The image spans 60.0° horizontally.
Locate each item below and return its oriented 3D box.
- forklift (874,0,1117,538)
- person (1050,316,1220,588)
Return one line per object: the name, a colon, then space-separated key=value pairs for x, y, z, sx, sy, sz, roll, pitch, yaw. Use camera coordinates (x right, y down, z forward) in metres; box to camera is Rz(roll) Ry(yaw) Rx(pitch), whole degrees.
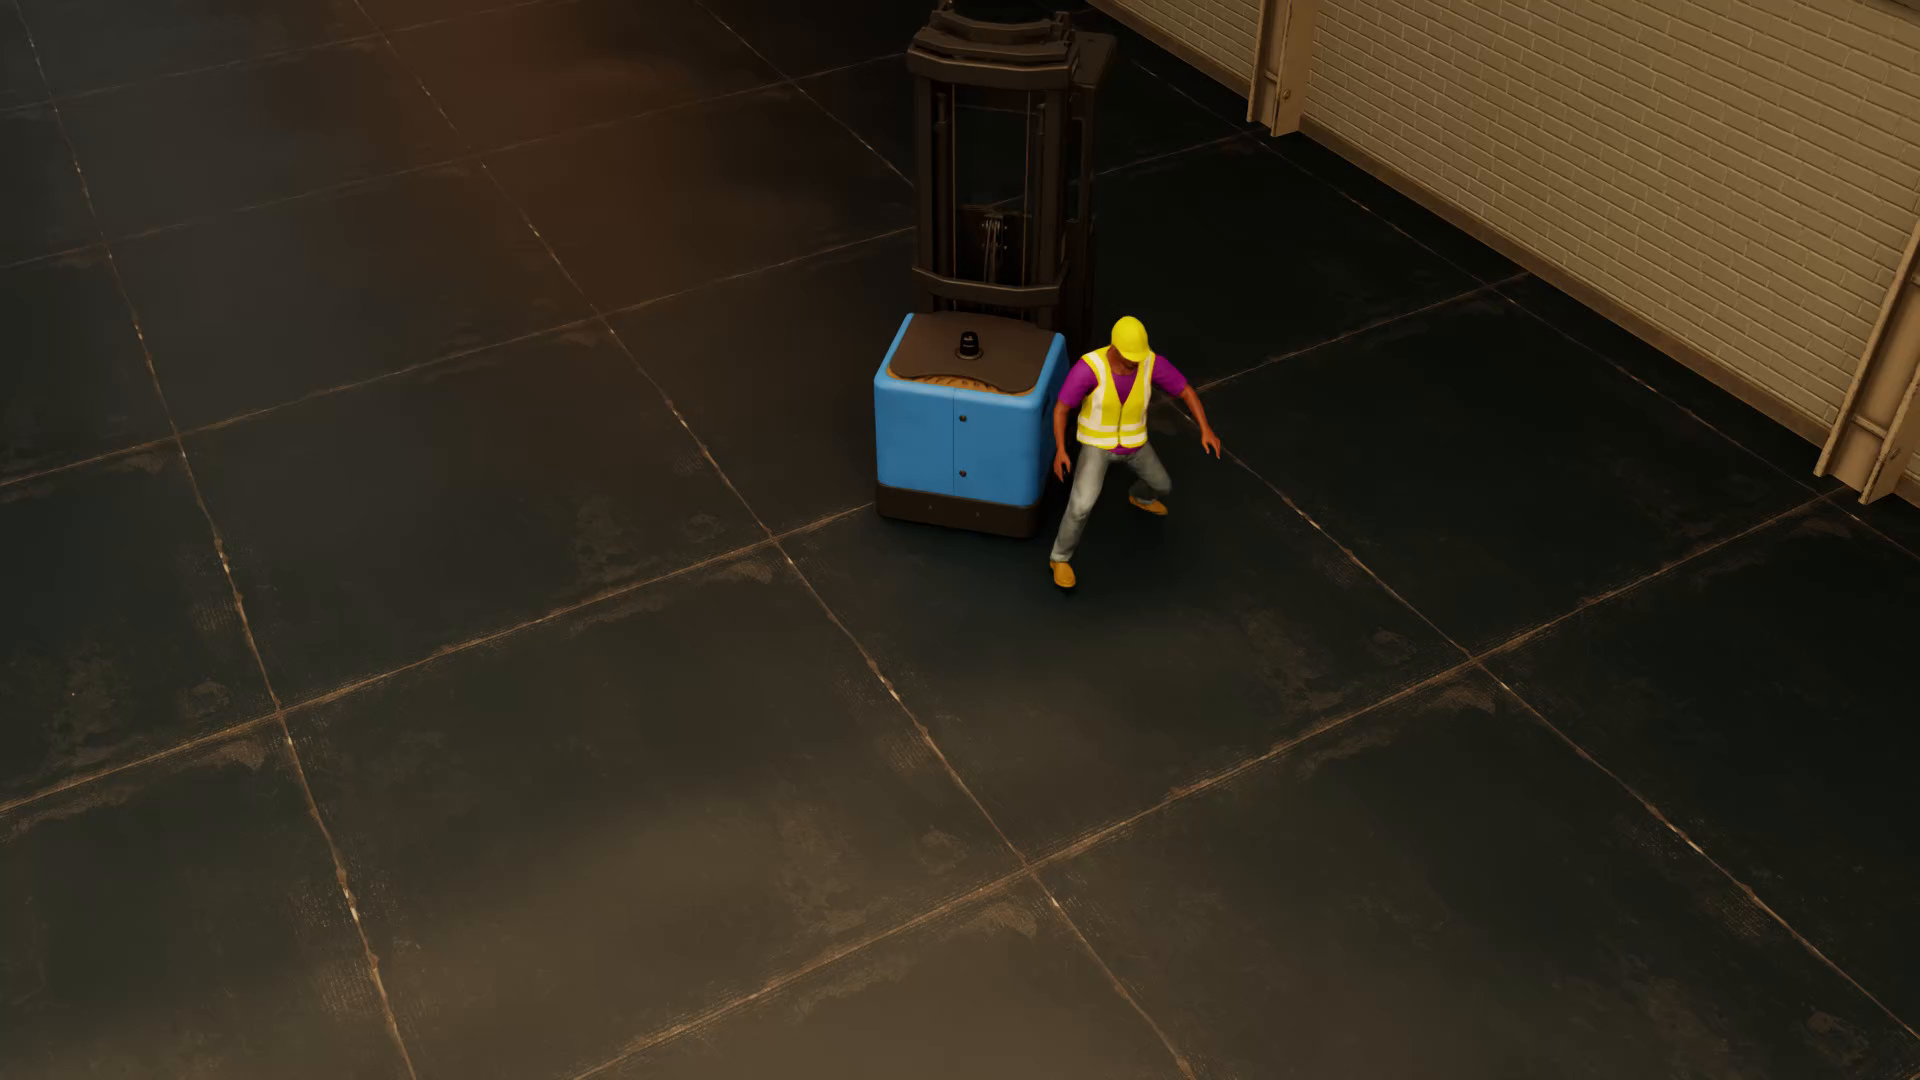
forklift: x=0.327 y=-2.088 z=10.553 sx=1.130 sy=2.935 sz=3.031 roll=9 pitch=41 yaw=11
person: x=0.992 y=-0.579 z=9.816 sx=1.010 sy=1.640 sz=0.852 roll=-8 pitch=40 yaw=-9
